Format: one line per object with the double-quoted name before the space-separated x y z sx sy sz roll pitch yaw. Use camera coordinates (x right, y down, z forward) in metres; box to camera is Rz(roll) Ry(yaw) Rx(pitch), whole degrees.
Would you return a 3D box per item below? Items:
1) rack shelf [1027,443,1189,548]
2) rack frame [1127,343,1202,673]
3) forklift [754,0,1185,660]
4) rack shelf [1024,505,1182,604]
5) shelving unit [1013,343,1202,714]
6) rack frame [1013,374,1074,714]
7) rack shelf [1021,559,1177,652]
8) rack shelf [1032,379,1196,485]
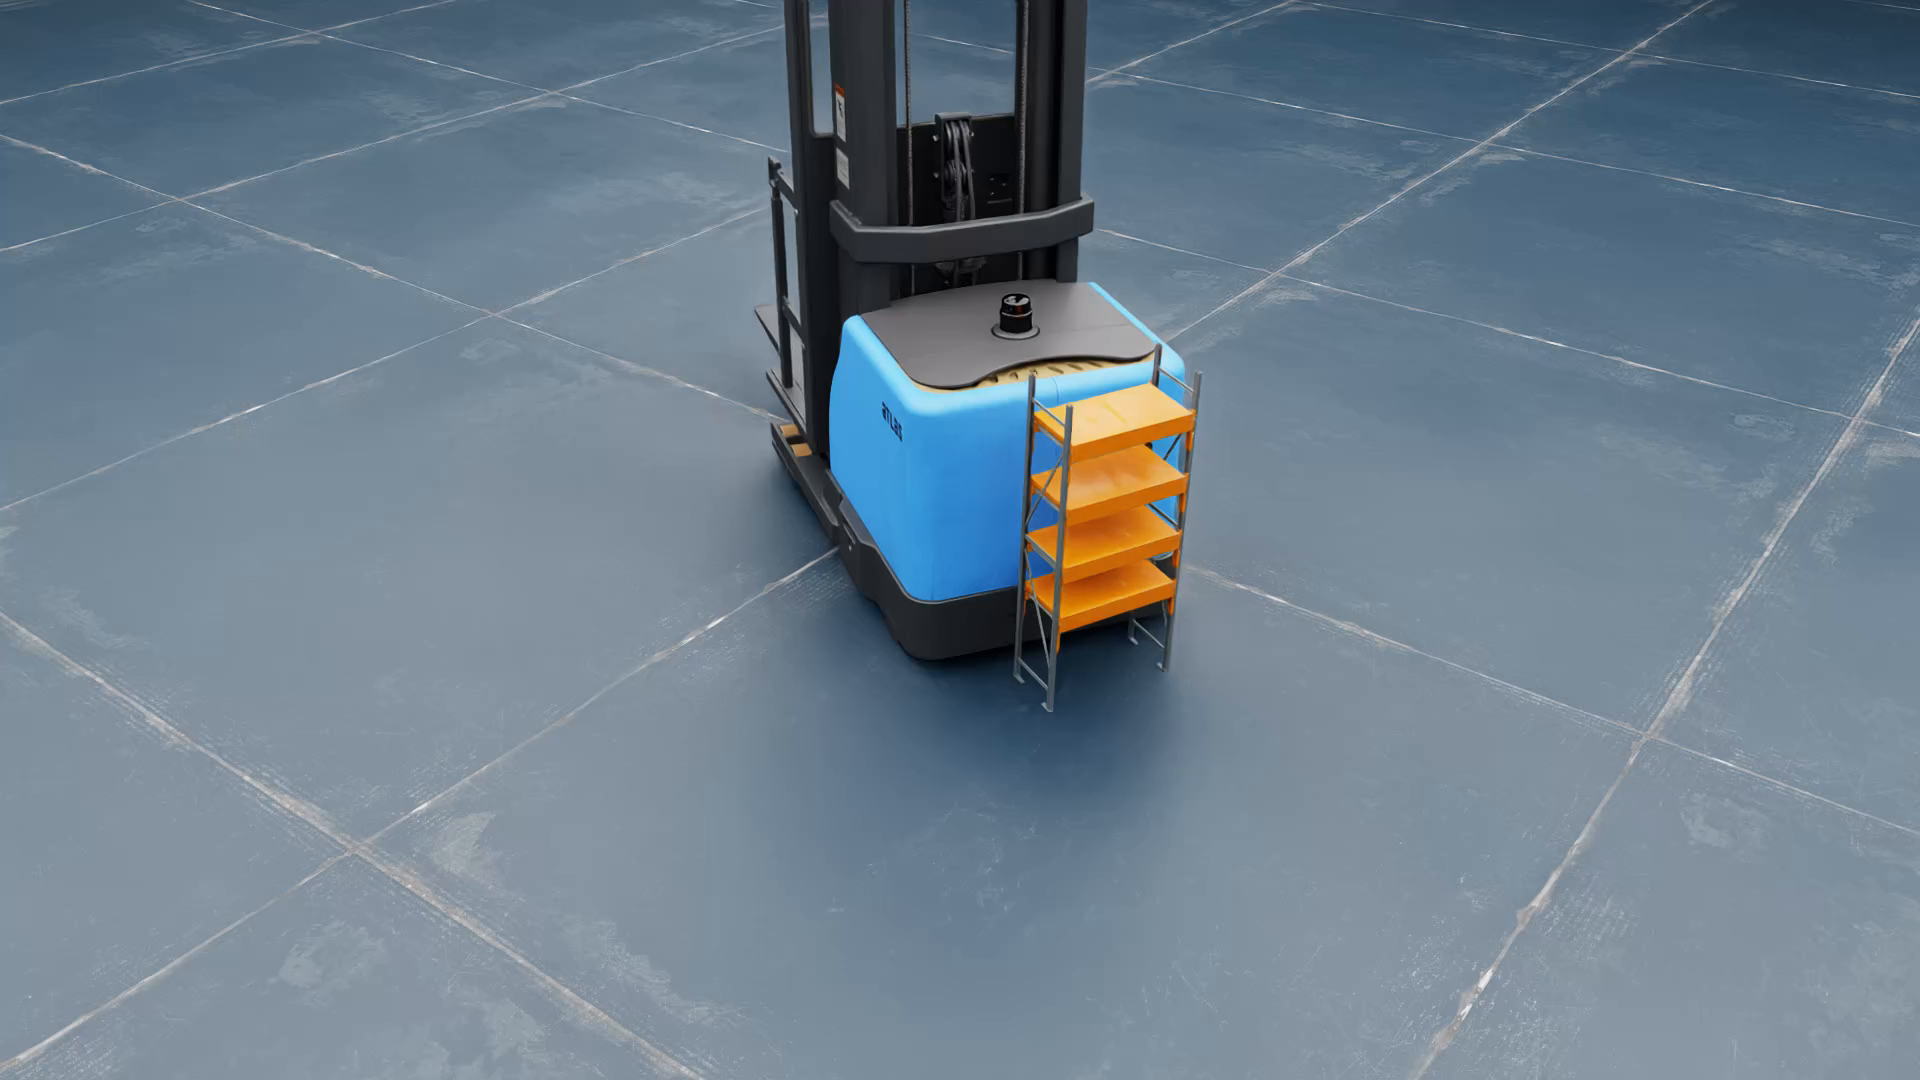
"rack shelf" 0.485 -0.157 5.519 0.480 0.148 0.258 -16 37 -25
"rack frame" 0.694 -0.087 5.708 0.015 1.200 0.240 -16 37 -25
"forklift" -0.187 -1.575 6.533 1.130 2.935 3.031 -11 32 -17
"rack shelf" 0.480 0.031 5.641 0.480 0.148 0.258 -16 37 -25
"shelving unit" 0.482 -0.026 5.604 0.503 1.200 0.258 -16 37 -25
"rack frame" 0.269 0.036 5.501 0.015 1.200 0.240 -16 37 -25
"rack shelf" 0.476 0.197 5.749 0.480 0.148 0.258 -16 37 -25
"rack shelf" 0.490 -0.355 5.390 0.480 0.148 0.258 -16 37 -25
